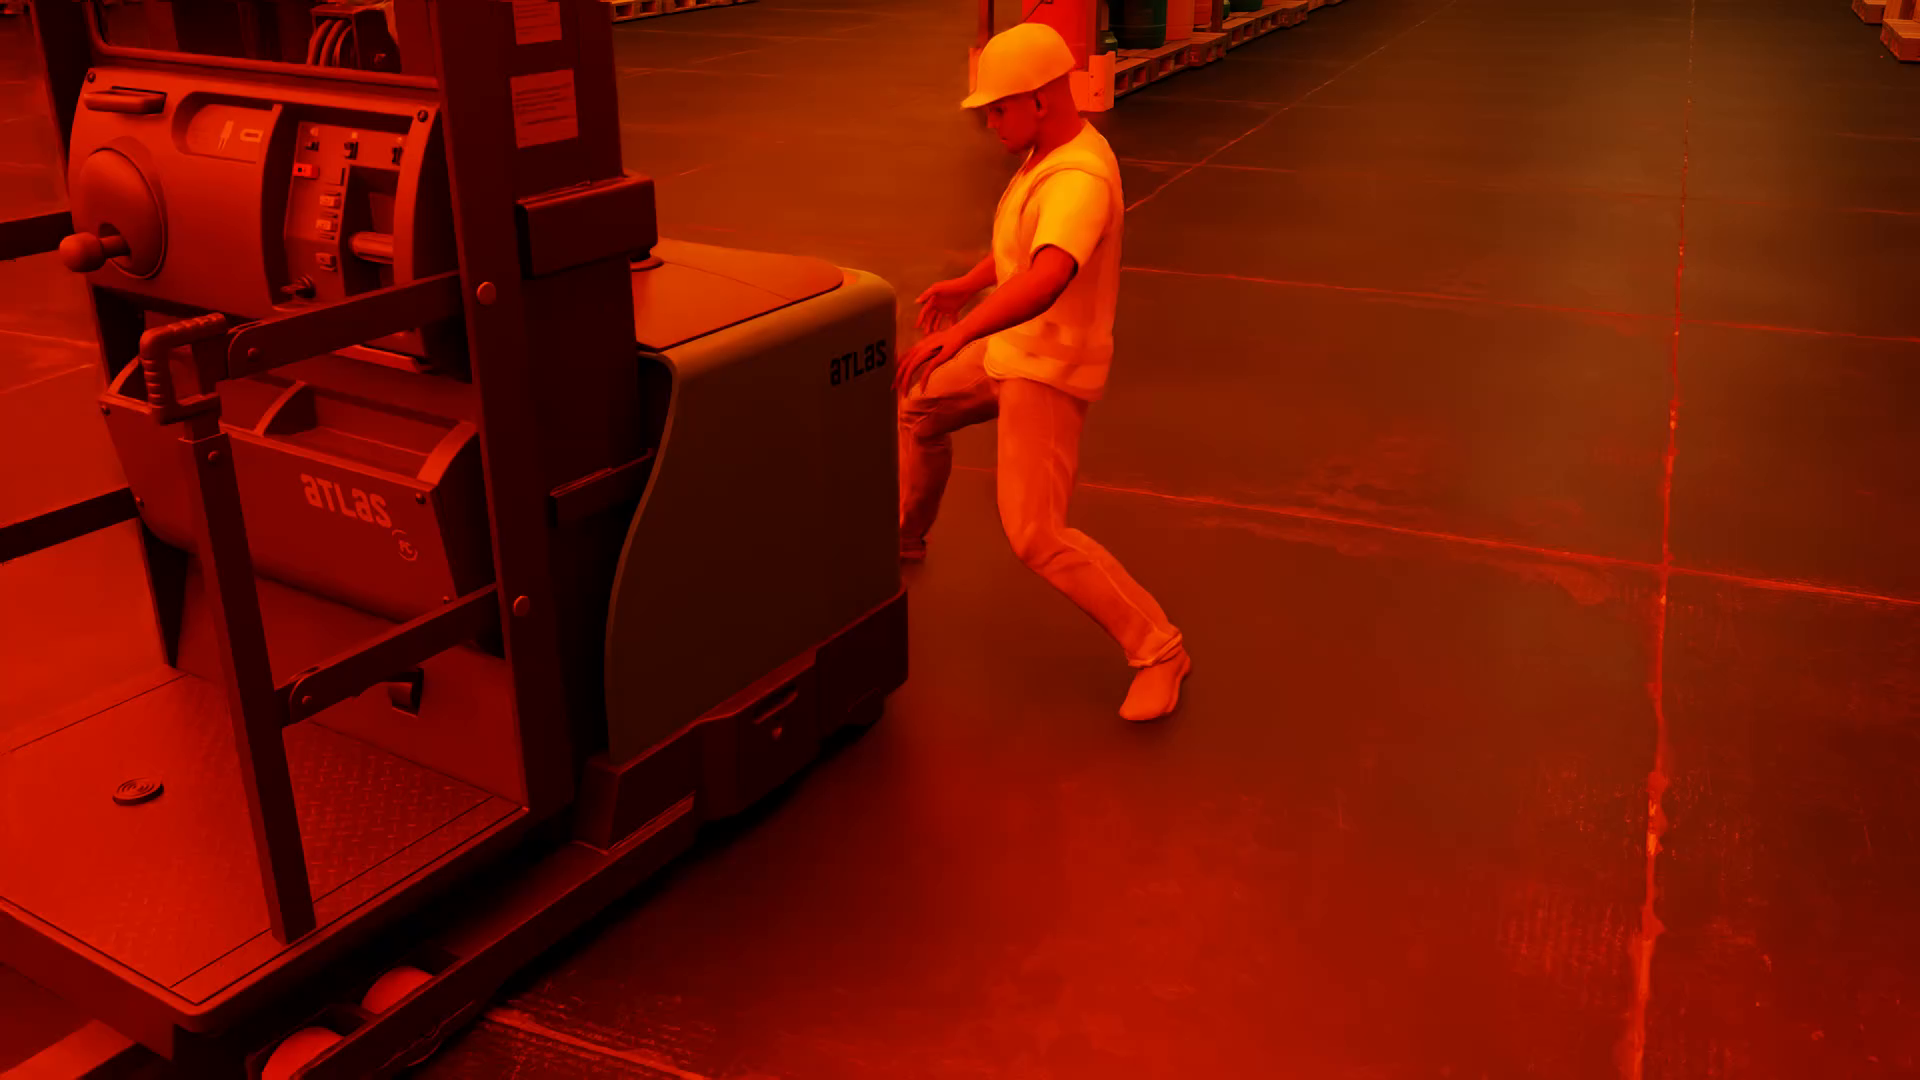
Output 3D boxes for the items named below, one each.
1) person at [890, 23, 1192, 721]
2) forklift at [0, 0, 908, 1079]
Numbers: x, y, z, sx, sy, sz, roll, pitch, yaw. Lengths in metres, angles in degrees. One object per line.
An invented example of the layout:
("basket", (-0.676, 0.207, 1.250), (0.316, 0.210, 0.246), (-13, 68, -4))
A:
("person", (0.100, -0.472, 4.220), (0.970, 1.604, 1.055), (0, 23, -1))
("forklift", (-1.339, -0.580, 2.680), (1.130, 2.935, 3.031), (14, 26, 29))
